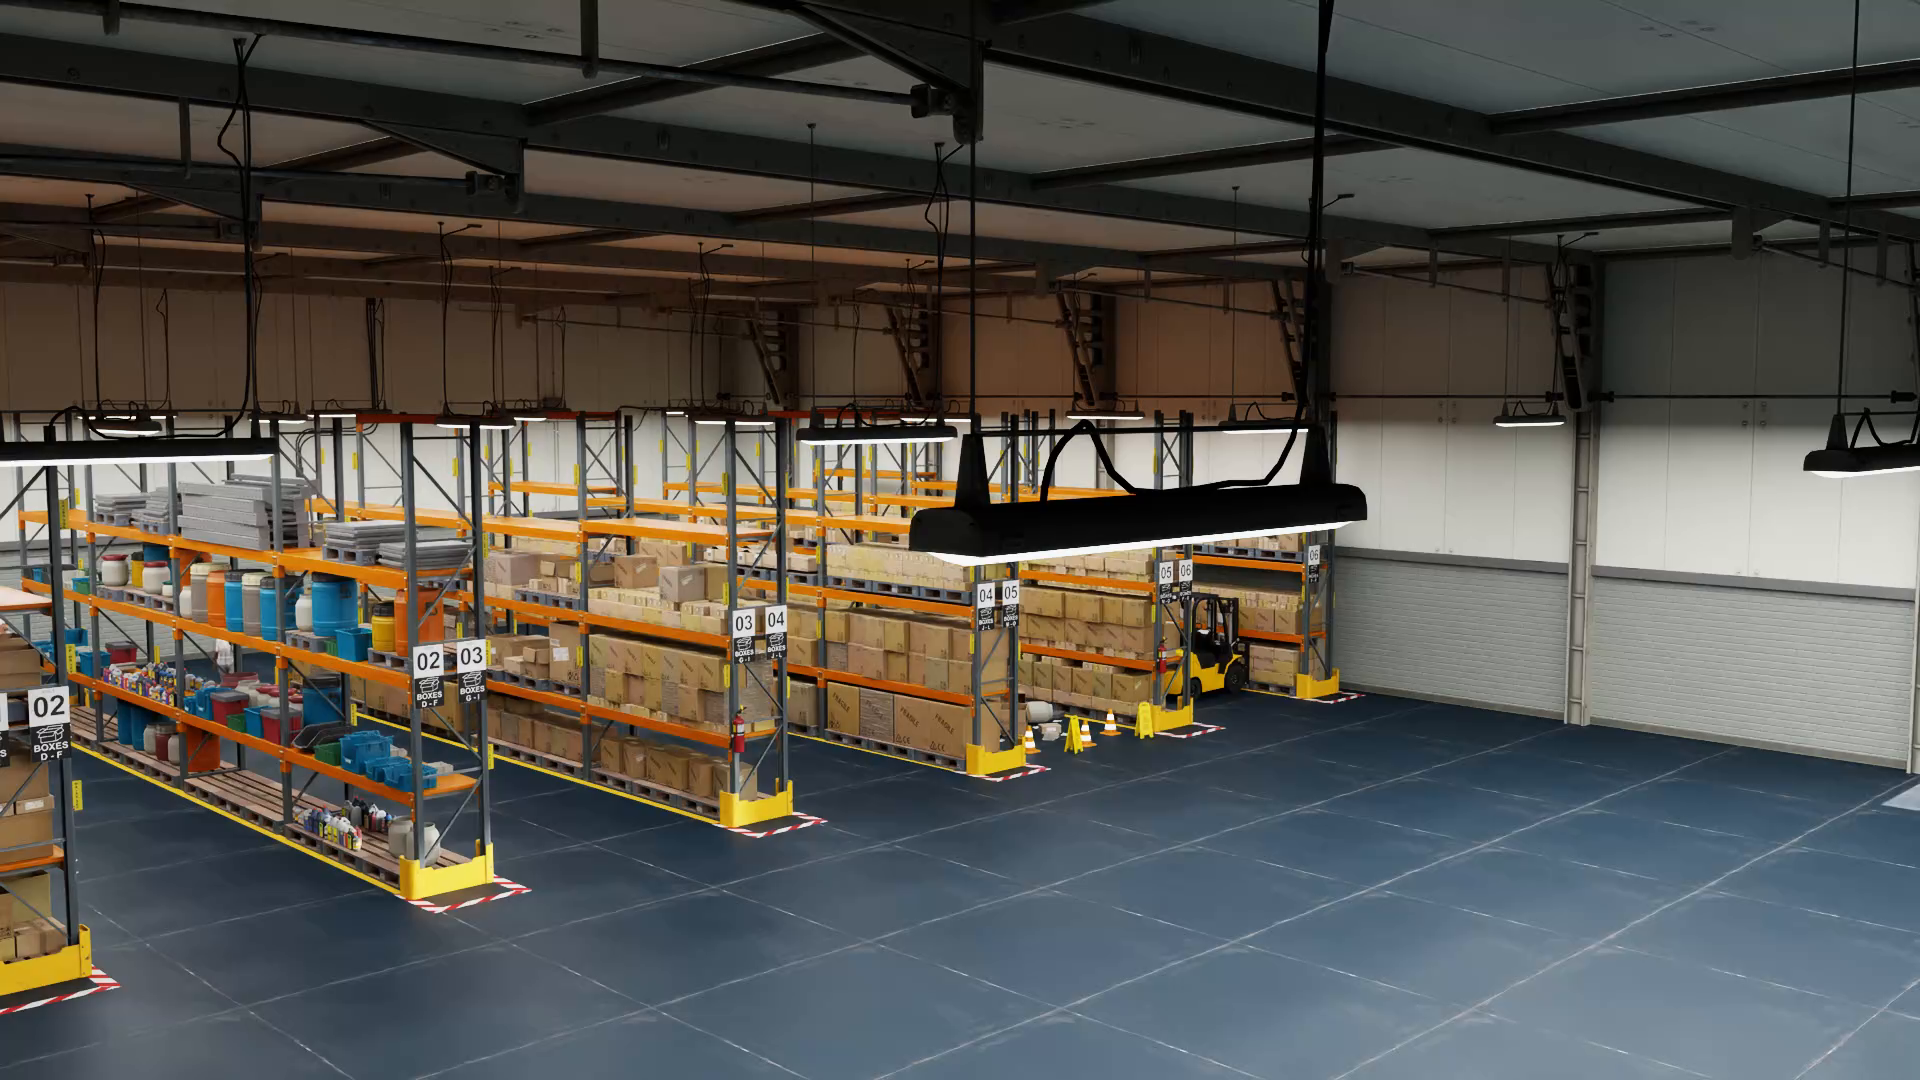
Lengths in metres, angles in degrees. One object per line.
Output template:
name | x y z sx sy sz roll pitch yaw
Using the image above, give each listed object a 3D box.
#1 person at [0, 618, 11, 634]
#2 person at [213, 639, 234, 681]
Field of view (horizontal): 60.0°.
person | -19.548 2.510 34.110 0.529 1.841 0.527 4 6 35
person | -14.931 2.573 33.842 0.532 1.704 0.489 -1 5 -9
